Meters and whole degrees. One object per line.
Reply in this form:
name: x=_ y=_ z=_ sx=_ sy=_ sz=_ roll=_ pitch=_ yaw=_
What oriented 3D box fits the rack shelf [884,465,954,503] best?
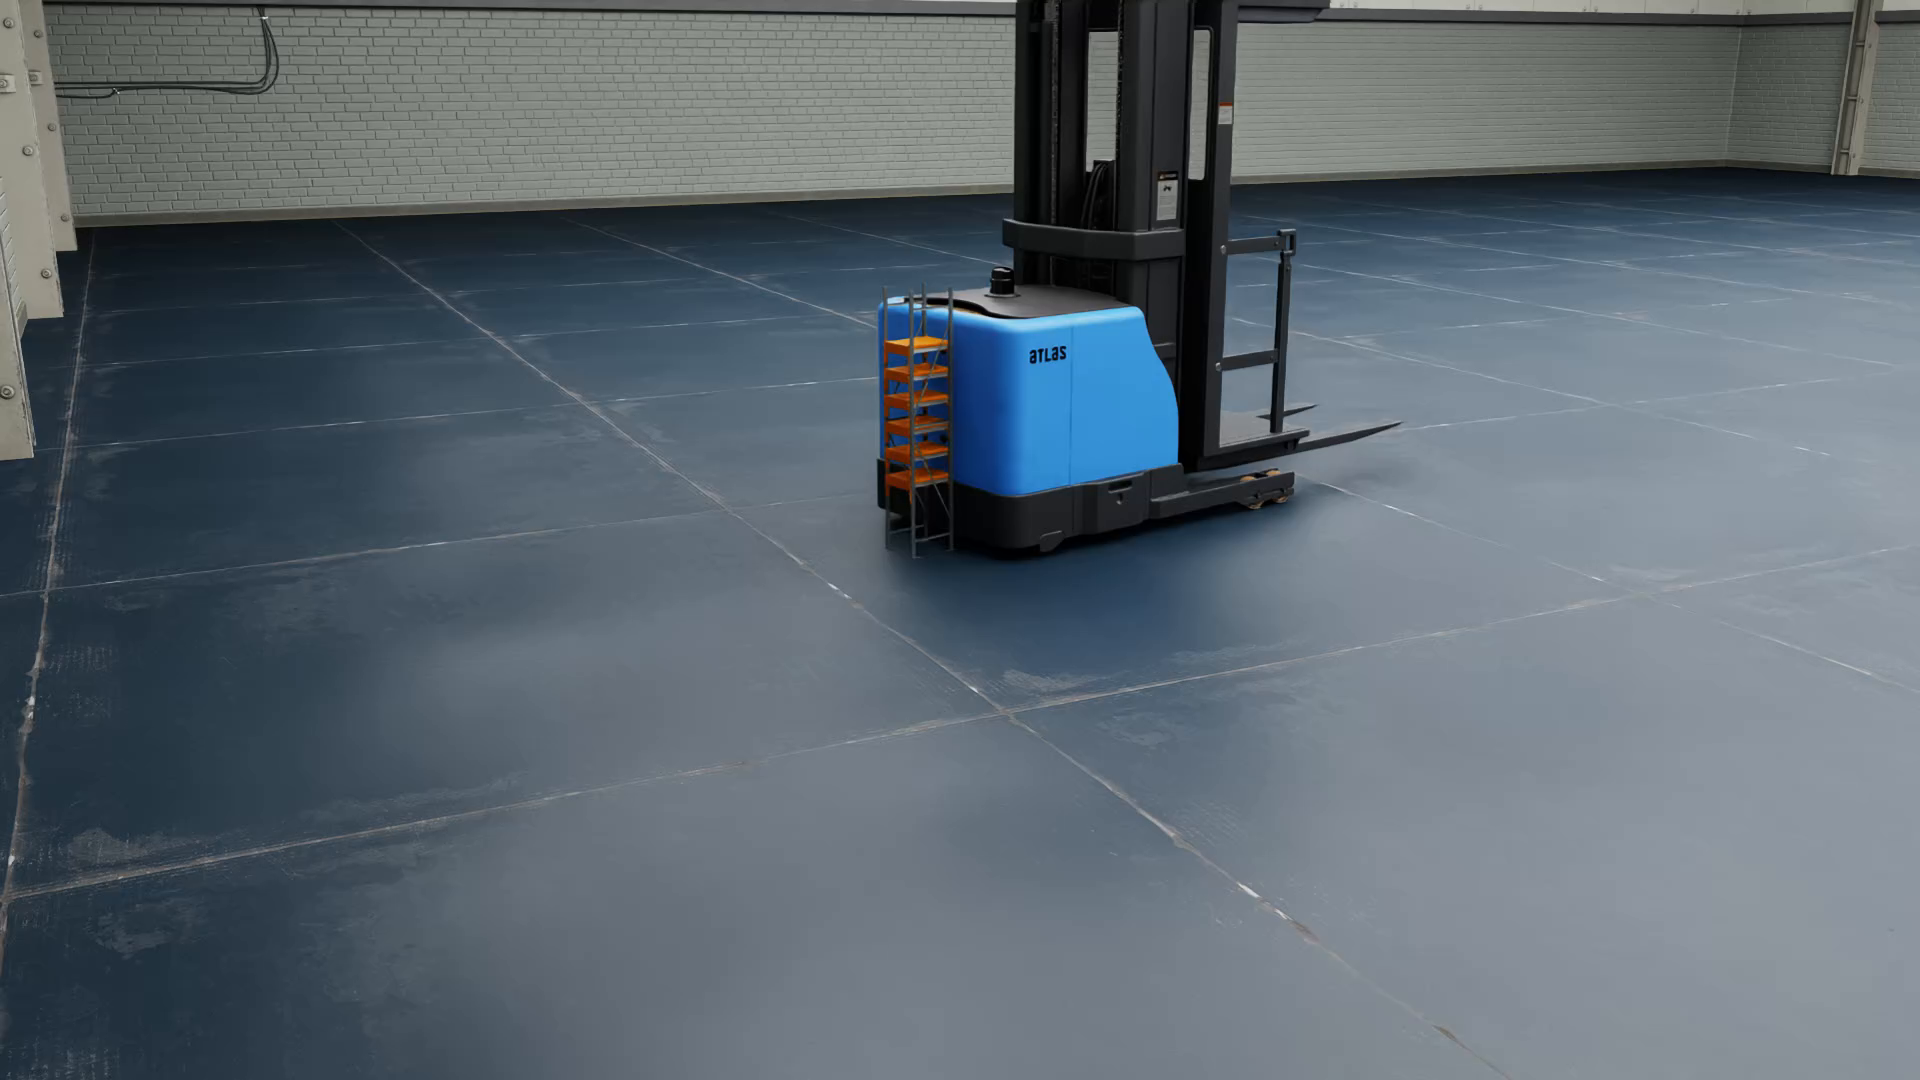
rack shelf: x=-0.184 y=-0.255 z=7.494 sx=0.258 sy=0.103 sz=0.180 roll=-13 pitch=21 yaw=-38

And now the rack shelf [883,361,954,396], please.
rack shelf: x=-0.184 y=-0.716 z=7.362 sx=0.258 sy=0.103 sz=0.180 roll=-13 pitch=21 yaw=-38

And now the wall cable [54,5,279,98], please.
wall cable: x=-10.807 y=-7.194 z=22.133 sx=3.097 sy=2.526 sz=0.112 roll=-8 pitch=18 yaw=-25

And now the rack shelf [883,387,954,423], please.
rack shelf: x=-0.184 y=-0.601 z=7.395 sx=0.258 sy=0.103 sz=0.180 roll=-13 pitch=21 yaw=-38

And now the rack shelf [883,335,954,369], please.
rack shelf: x=-0.184 y=-0.831 z=7.329 sx=0.258 sy=0.103 sz=0.180 roll=-13 pitch=21 yaw=-38

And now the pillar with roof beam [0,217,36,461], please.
pillar with roof beam: x=-1.578 y=-5.341 z=10.047 sx=9.100 sy=9.000 sz=0.400 roll=-8 pitch=18 yaw=-25

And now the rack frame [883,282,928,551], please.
rack frame: x=-0.243 y=-0.547 z=7.483 sx=0.240 sy=1.200 sz=0.006 roll=-13 pitch=21 yaw=-38

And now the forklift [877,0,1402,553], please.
forklift: x=1.067 y=-1.661 z=8.227 sx=3.031 sy=2.935 sz=1.130 roll=-12 pitch=20 yaw=-37

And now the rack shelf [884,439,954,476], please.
rack shelf: x=-0.184 y=-0.370 z=7.461 sx=0.258 sy=0.103 sz=0.180 roll=-13 pitch=21 yaw=-38

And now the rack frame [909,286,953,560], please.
rack frame: x=-0.125 y=-0.509 z=7.348 sx=0.240 sy=1.200 sz=0.006 roll=-13 pitch=21 yaw=-38

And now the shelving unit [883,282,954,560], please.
shelving unit: x=-0.184 y=-0.528 z=7.416 sx=0.258 sy=1.200 sz=0.189 roll=-13 pitch=21 yaw=-38

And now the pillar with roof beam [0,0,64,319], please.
pillar with roof beam: x=-4.207 y=-6.828 z=15.231 sx=9.100 sy=9.000 sz=0.400 roll=-8 pitch=18 yaw=-25

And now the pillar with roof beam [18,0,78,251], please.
pillar with roof beam: x=-6.835 y=-8.316 z=20.415 sx=9.100 sy=9.000 sz=0.400 roll=-8 pitch=18 yaw=-25

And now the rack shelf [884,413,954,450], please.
rack shelf: x=-0.184 y=-0.485 z=7.428 sx=0.258 sy=0.103 sz=0.180 roll=-13 pitch=21 yaw=-38

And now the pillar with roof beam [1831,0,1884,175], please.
pillar with roof beam: x=13.741 y=-11.082 z=30.054 sx=9.100 sy=9.000 sz=0.400 roll=-8 pitch=18 yaw=-25
